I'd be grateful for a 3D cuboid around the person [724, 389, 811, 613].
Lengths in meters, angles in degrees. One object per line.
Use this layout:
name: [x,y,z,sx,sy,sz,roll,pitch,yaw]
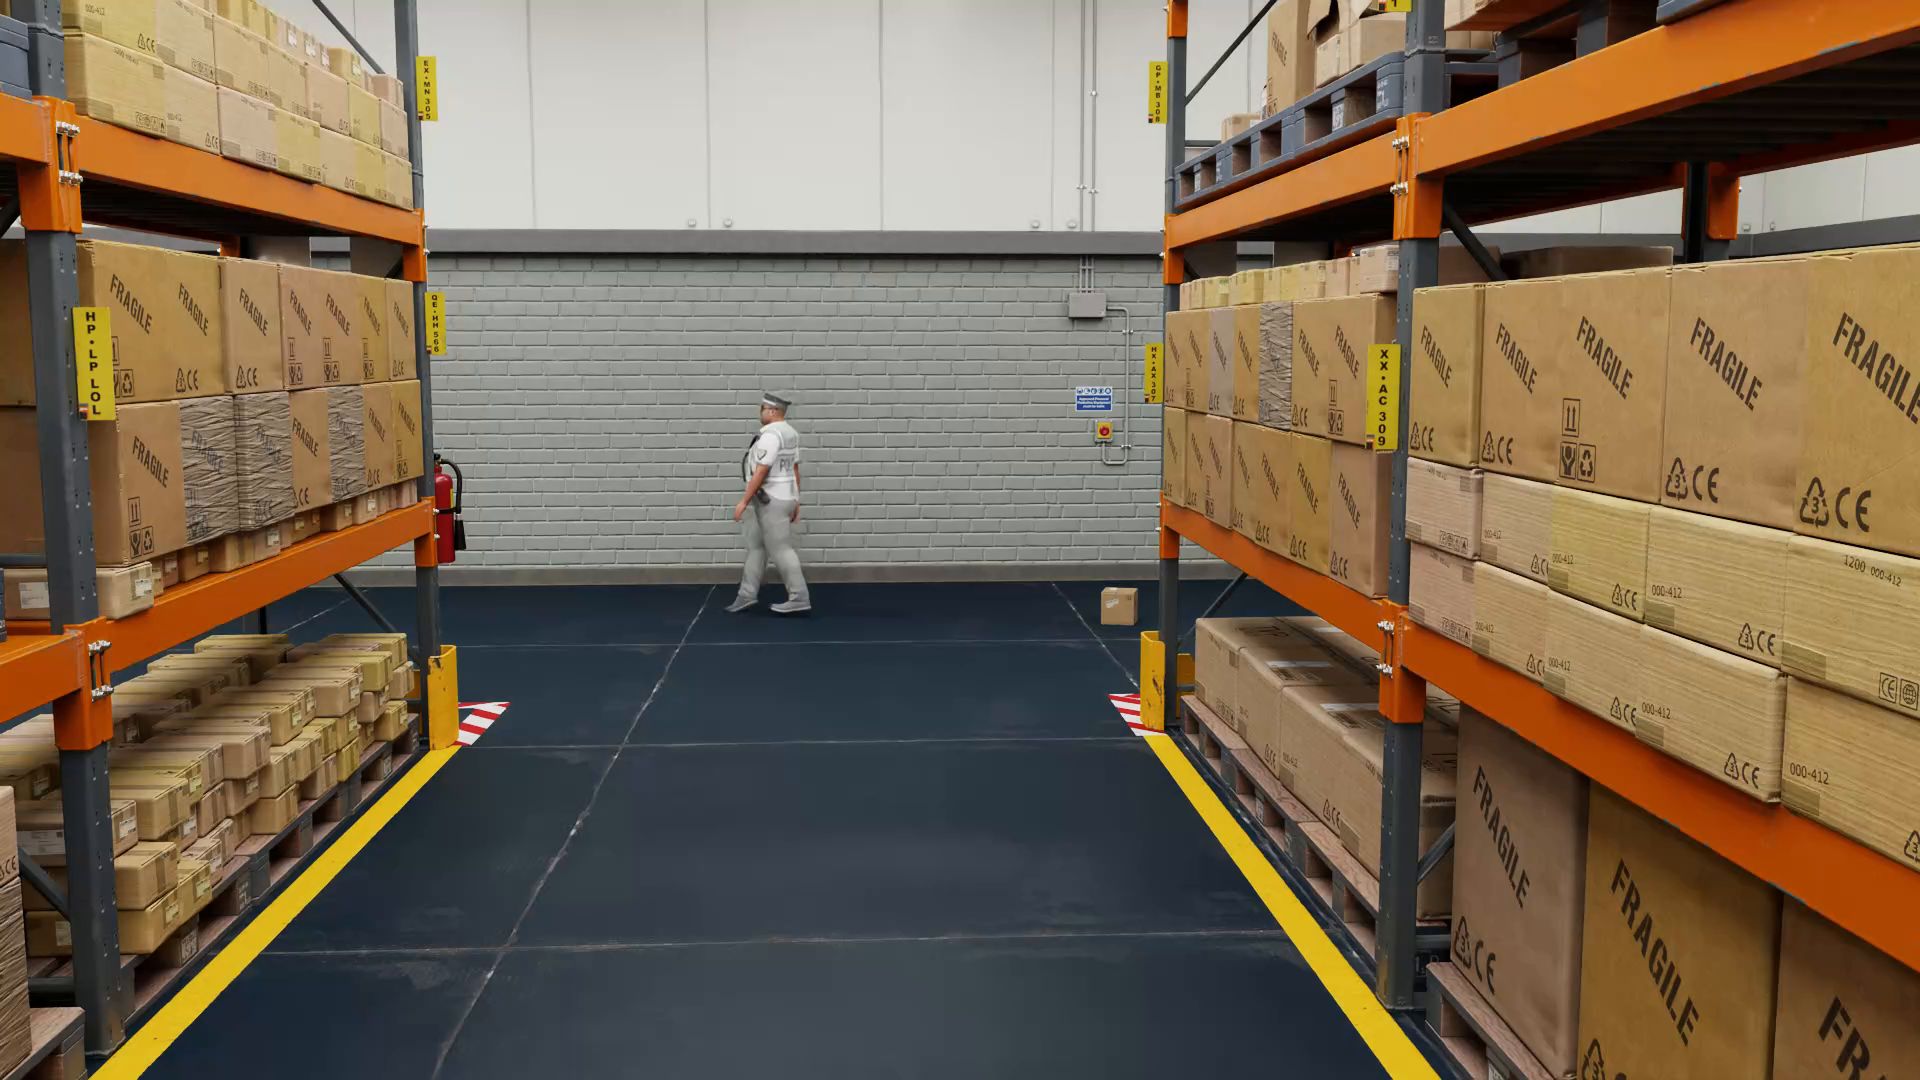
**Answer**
person: [-1.544,-0.276,13.037,0.786,1.812,0.578,1,7,11]
